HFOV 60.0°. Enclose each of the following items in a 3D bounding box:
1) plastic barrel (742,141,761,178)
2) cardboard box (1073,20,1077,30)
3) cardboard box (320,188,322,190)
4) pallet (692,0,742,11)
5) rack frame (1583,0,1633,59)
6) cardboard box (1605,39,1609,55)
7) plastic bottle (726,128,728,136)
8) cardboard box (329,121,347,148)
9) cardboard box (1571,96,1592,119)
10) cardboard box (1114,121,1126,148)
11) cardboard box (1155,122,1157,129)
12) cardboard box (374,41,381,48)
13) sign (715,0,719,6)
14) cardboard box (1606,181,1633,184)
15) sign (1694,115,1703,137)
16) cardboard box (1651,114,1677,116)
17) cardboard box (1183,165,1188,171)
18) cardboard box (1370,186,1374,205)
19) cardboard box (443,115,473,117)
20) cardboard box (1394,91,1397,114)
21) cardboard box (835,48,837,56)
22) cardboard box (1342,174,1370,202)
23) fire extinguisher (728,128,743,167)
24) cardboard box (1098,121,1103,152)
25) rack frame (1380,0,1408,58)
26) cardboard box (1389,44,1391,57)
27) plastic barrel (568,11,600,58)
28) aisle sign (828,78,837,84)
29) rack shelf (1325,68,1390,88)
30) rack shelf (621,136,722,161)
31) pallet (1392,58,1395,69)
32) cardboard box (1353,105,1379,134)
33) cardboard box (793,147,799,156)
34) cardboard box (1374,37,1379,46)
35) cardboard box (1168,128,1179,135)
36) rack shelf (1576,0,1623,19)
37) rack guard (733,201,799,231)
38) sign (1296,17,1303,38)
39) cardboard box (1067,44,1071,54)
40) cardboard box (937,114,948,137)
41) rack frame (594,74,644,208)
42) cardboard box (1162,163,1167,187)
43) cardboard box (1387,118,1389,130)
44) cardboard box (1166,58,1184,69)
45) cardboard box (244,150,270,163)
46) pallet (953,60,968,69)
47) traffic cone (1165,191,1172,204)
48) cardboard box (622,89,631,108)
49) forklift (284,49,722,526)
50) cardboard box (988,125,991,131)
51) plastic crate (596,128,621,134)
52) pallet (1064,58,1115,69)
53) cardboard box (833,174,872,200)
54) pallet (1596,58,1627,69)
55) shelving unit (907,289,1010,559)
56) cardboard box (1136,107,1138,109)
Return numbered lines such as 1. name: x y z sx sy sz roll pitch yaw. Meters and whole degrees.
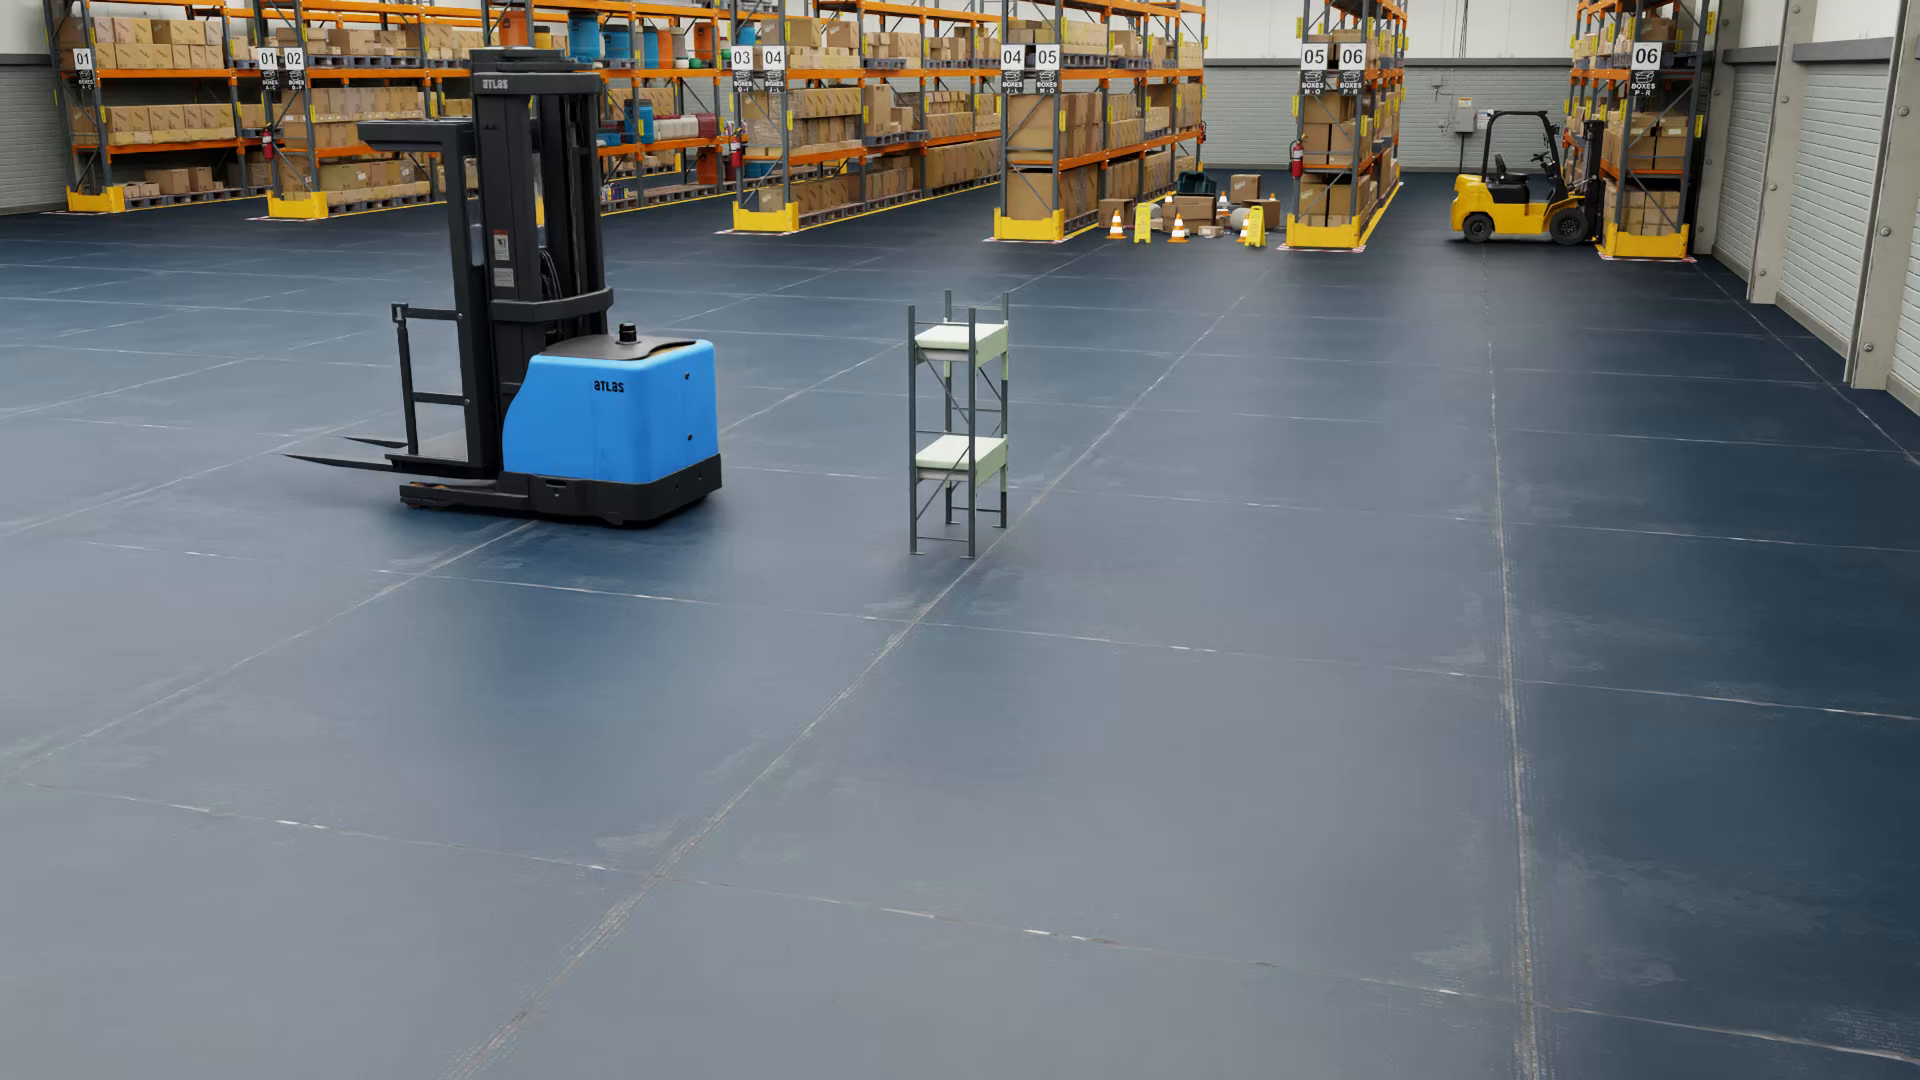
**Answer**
1. plastic barrel: -5.248 -9.442 41.199 0.600 0.901 0.708 5 16 16
2. cardboard box: 1.807 -8.859 28.614 0.380 0.149 0.250 5 17 16
3. cardboard box: -13.034 -6.996 33.767 0.500 0.250 0.500 5 16 16
4. pallet: -5.778 -12.319 38.349 1.213 0.211 1.003 5 16 16
5. rack frame: 14.135 -11.926 35.884 1.000 3.000 0.127 5 16 16
6. cardboard box: 12.052 -9.006 30.298 0.500 0.311 0.500 4 16 14
7. plastic bottle: -5.492 -9.576 38.958 0.097 0.201 0.097 0 16 0
8. cardboard box: -12.744 -8.129 33.308 0.700 0.500 0.500 5 17 17
9. cardboard box: 14.458 -10.028 38.541 0.500 0.500 0.500 5 17 17
10. cardboard box: 3.021 -8.116 33.262 0.500 0.500 0.500 5 16 16
11. cardboard box: 4.234 -9.332 37.425 0.380 0.149 0.250 4 16 14
12. cardboard box: -12.446 -10.285 34.735 0.500 0.311 0.500 4 16 13
13. sign: -5.483 -12.220 37.512 0.100 0.325 0.005 5 16 16
14. cardboard box: 11.138 -5.941 28.214 0.500 0.250 0.500 5 17 18
15. sign: 11.255 -6.310 25.348 0.100 0.325 0.005 5 16 16
16. cardboard box: 11.492 -6.877 27.162 0.380 0.149 0.250 5 17 16
17. cardboard box: 5.437 -9.229 41.278 0.380 0.149 0.250 5 17 16
18. cardboard box: 7.645 -6.776 32.769 0.950 0.372 0.625 5 17 18
19. cardboard box: -11.371 -9.385 37.737 0.500 0.500 0.500 5 16 16
20. cardboard box: 9.892 -10.190 38.744 0.500 0.500 0.500 4 16 15
21. cardboard box: -2.565 -9.283 31.609 0.380 0.149 0.250 5 17 18
22. cardboard box: 7.190 -6.395 30.274 0.500 0.500 0.500 4 16 15
23. fire extinguisher: -4.011 -7.021 29.728 0.296 0.674 0.183 5 16 16
24. cardboard box: 2.233 -7.663 31.573 0.875 0.550 0.550 5 16 16
25. rack frame: 10.512 -13.356 40.927 1.000 3.000 0.127 5 16 16
26. cardboard box: 7.795 -9.158 31.129 0.500 0.250 0.500 4 16 15
27. plastic barrel: -7.534 -10.117 33.317 0.600 0.901 0.708 5 16 16
28. aisle sign: -3.437 -12.869 45.441 0.394 0.787 0.004 5 16 16
29. rack shelf: 7.670 -8.951 32.211 1.077 0.370 4.000 5 16 16
30. rack shelf: -6.580 -8.660 36.684 1.077 0.370 4.000 5 16 16
31. pallet: 7.671 -9.108 31.791 1.213 0.211 1.003 5 16 16
32. cardboard box: 7.509 -7.824 30.920 0.500 0.500 0.500 5 17 17
33. cardboard box: -3.138 -7.052 30.155 0.380 0.149 0.250 5 16 16
34. cardboard box: 7.113 -8.723 29.090 0.380 0.149 0.250 5 17 18
35. cardboard box: 4.994 -9.709 39.523 0.380 0.149 0.250 5 17 18
36. rack shelf: 14.703 -12.101 37.828 1.077 0.370 4.000 5 16 16
37. rack guard: -3.515 -5.870 30.108 1.175 0.500 0.348 5 16 16
38. sign: 5.438 -8.201 26.628 0.100 0.325 0.005 5 16 16
39. cardboard box: 1.666 -8.345 28.266 0.380 0.149 0.250 5 17 16
40. cardboard box: -0.578 -9.569 38.386 0.500 0.500 0.500 4 16 15
41. rack frame: -7.149 -8.483 34.741 1.000 3.000 0.127 5 16 16
42. cardboard box: 4.485 -8.433 38.376 0.500 0.500 0.500 4 16 15
43. cardboard box: 8.920 -8.923 35.652 0.500 0.250 0.500 5 16 16
44. cardboard box: 4.985 -11.253 39.283 0.500 0.250 0.500 5 17 19
45. cardboard box: -16.332 -8.931 38.719 0.500 0.250 0.500 4 16 15
46. pallet: -0.340 -11.299 39.524 0.805 0.209 1.217 4 16 14
47. traffic cone: 4.156 -6.701 33.108 0.336 0.463 0.334 5 16 16
48. cardboard box: -9.074 -11.727 44.161 0.500 0.500 0.500 4 16 14
49. forklift: -3.194 -1.732 11.065 3.031 2.935 1.130 6 17 20
50. cardboard box: 0.571 -10.396 41.947 0.380 0.149 0.250 4 16 15
51. plastic crate: -7.420 -8.326 34.301 0.767 0.338 0.504 5 16 16
52. pallet: 2.540 -9.283 32.413 0.805 0.209 1.217 4 16 14
53. cardboard box: -2.205 -7.267 34.228 0.700 0.500 0.500 3 16 12
54. pallet: 12.891 -9.161 31.979 1.213 0.211 1.003 5 17 18
55. shelving unit: -0.002 -0.720 10.119 0.431 1.500 0.755 5 16 16
56. cardboard box: 3.898 -9.941 38.480 0.380 0.149 0.250 5 17 16
